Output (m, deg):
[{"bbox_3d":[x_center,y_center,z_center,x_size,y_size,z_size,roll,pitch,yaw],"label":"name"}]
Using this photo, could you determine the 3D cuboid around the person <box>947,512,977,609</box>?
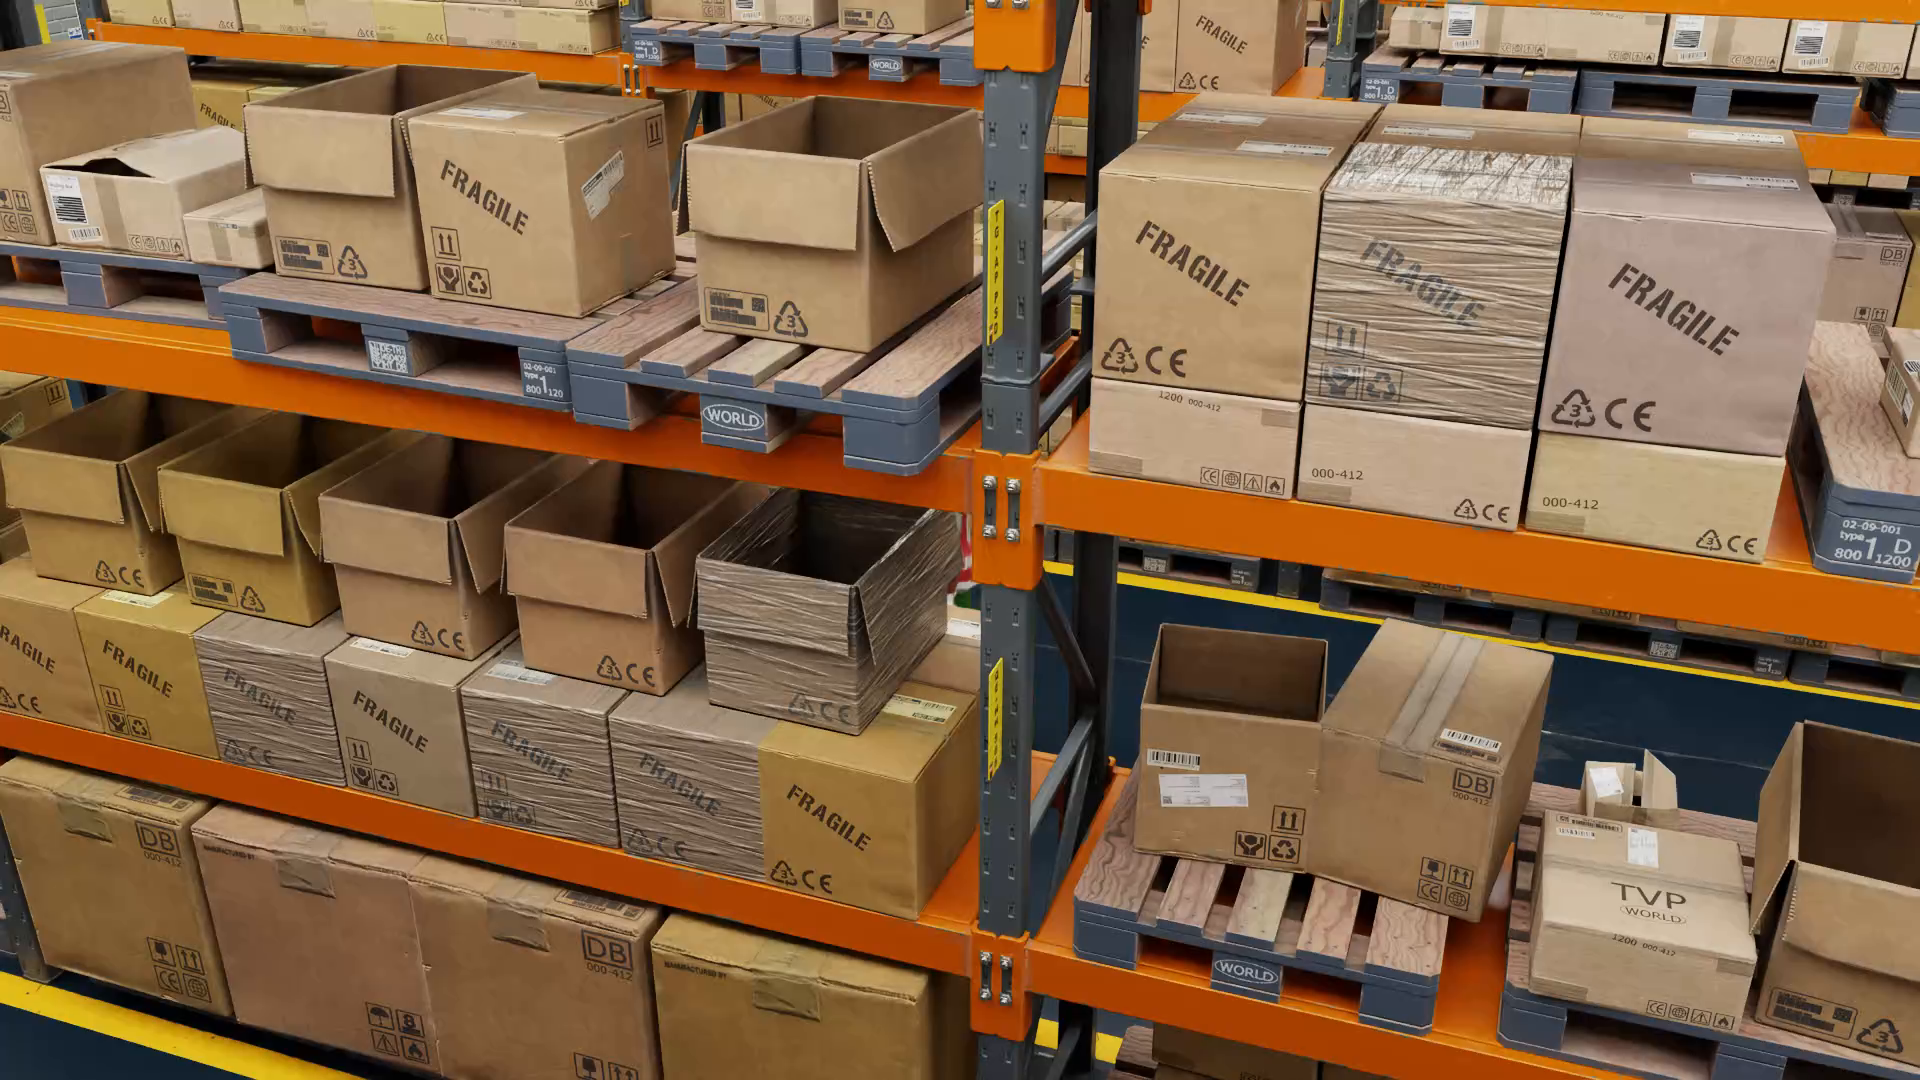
[{"bbox_3d":[0.004,0.188,7.786,0.577,1.781,0.612,-1,26,-2],"label":"person"}]
